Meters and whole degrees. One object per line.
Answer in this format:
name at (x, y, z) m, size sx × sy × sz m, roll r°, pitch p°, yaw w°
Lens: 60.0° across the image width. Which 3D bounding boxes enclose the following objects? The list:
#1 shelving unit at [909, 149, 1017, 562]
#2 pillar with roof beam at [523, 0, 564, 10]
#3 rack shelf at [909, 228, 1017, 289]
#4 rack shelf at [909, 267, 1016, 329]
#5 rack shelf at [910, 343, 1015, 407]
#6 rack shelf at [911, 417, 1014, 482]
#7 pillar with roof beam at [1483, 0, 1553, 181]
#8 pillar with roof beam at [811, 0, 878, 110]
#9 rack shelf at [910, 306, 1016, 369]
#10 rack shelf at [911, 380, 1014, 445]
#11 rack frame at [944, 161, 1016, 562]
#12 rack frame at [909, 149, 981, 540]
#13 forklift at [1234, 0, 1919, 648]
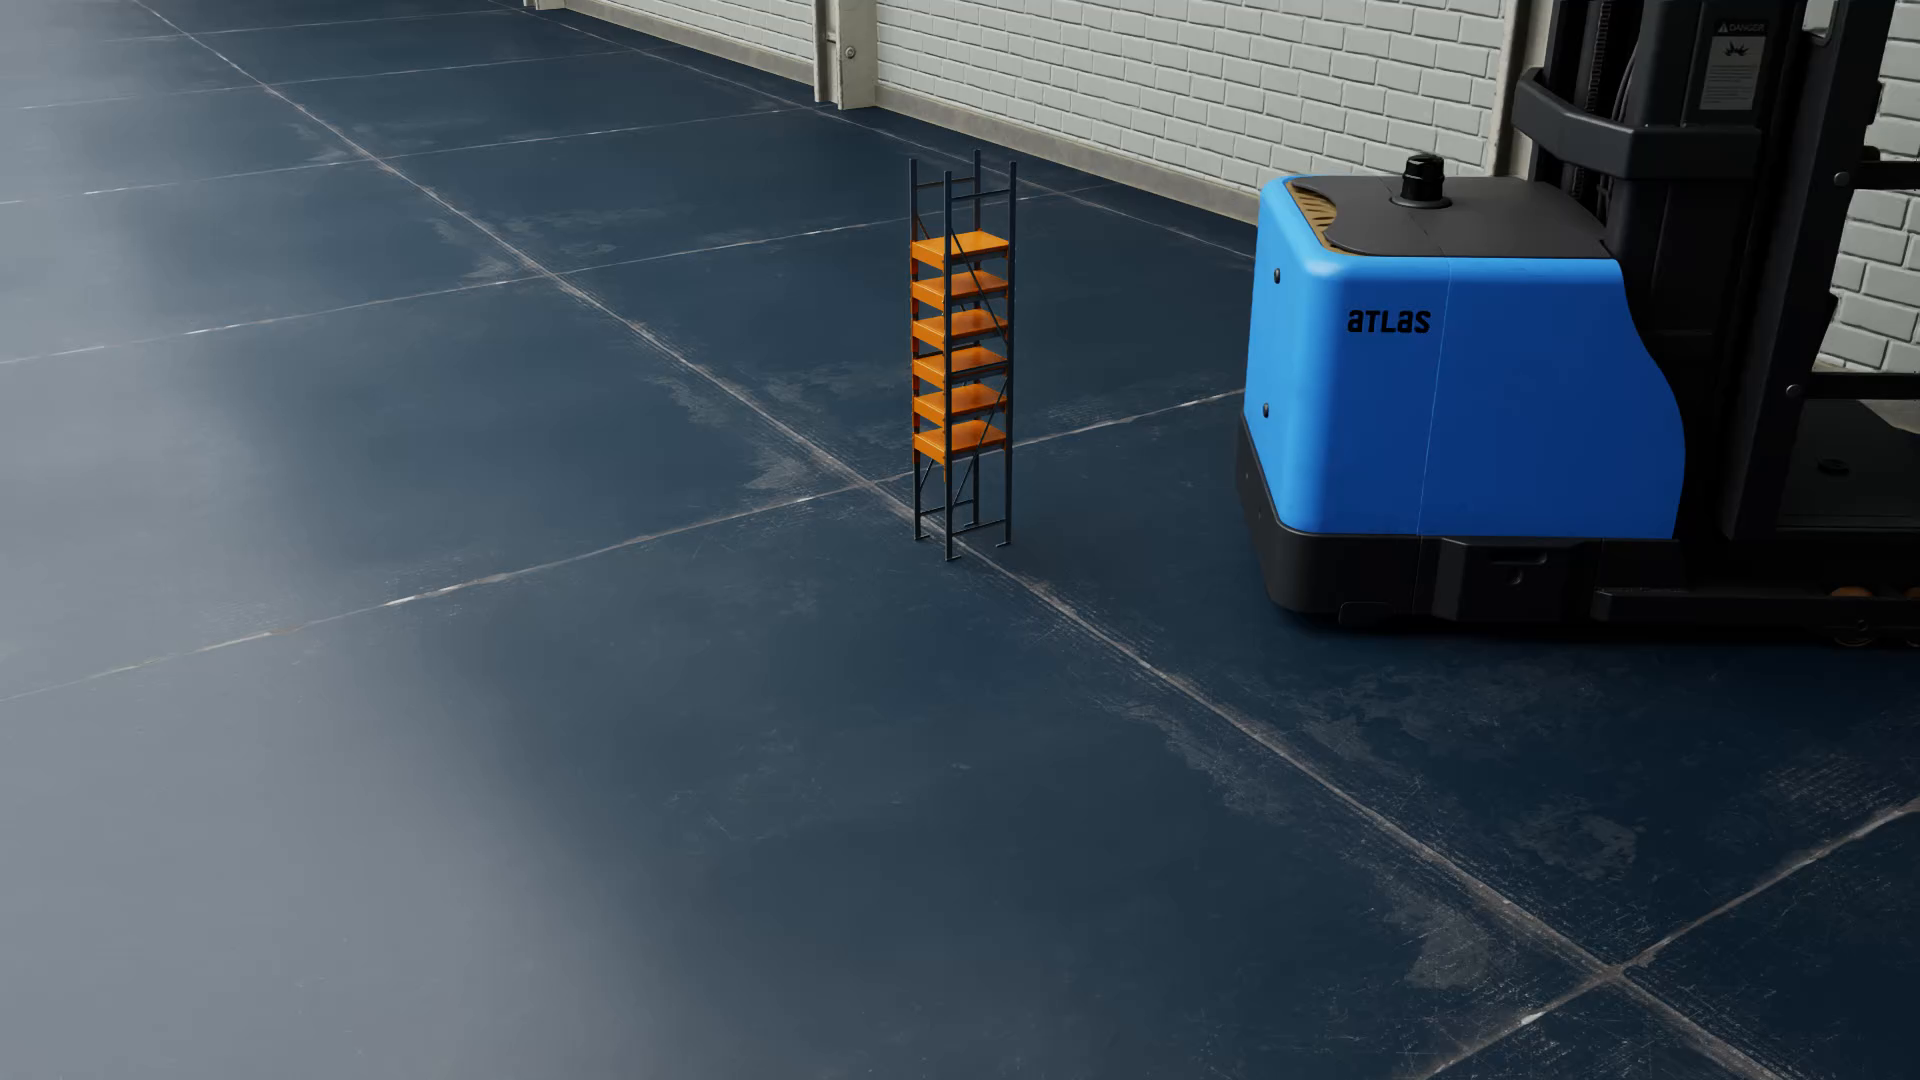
shelving unit at (0.008, -0.537, 4.983) m, size 0.258 × 1.200 × 0.189 m, roll -16°, pitch 29°, yaw -30°
pillar with roof beam at (-7.689, -8.324, 12.342) m, size 9.100 × 9.000 × 0.400 m, roll -16°, pitch 29°, yaw -30°
rack shelf at (0.008, -0.823, 4.848) m, size 0.258 × 0.103 × 0.180 m, roll -16°, pitch 29°, yaw -30°
rack shelf at (0.008, -0.714, 4.899) m, size 0.258 × 0.103 × 0.180 m, roll -16°, pitch 29°, yaw -30°
rack shelf at (0.008, -0.497, 5.002) m, size 0.258 × 0.103 × 0.180 m, roll -16°, pitch 29°, yaw -30°
rack shelf at (0.008, -0.280, 5.104) m, size 0.258 × 0.103 × 0.180 m, roll -16°, pitch 29°, yaw -30°
pillar with roof beam at (-1.138, -4.032, 3.250) m, size 9.100 × 9.000 × 0.400 m, roll -16°, pitch 29°, yaw -30°
pillar with roof beam at (-4.413, -6.178, 7.796) m, size 9.100 × 9.000 × 0.400 m, roll -16°, pitch 29°, yaw -30°
rack shelf at (0.008, -0.606, 4.951) m, size 0.258 × 0.103 × 0.180 m, roll -16°, pitch 29°, yaw -30°
rack shelf at (0.008, -0.389, 5.053) m, size 0.258 × 0.103 × 0.180 m, roll -16°, pitch 29°, yaw -30°
rack frame at (0.058, -0.505, 4.914) m, size 0.240 × 1.200 × 0.006 m, roll -16°, pitch 29°, yaw -30°
rack frame at (-0.042, -0.570, 5.052) m, size 0.240 × 1.200 × 0.006 m, roll -16°, pitch 29°, yaw -30°
forklift at (2.409, -1.258, 4.481) m, size 3.031 × 2.935 × 1.130 m, roll 1°, pitch 25°, yaw 2°
